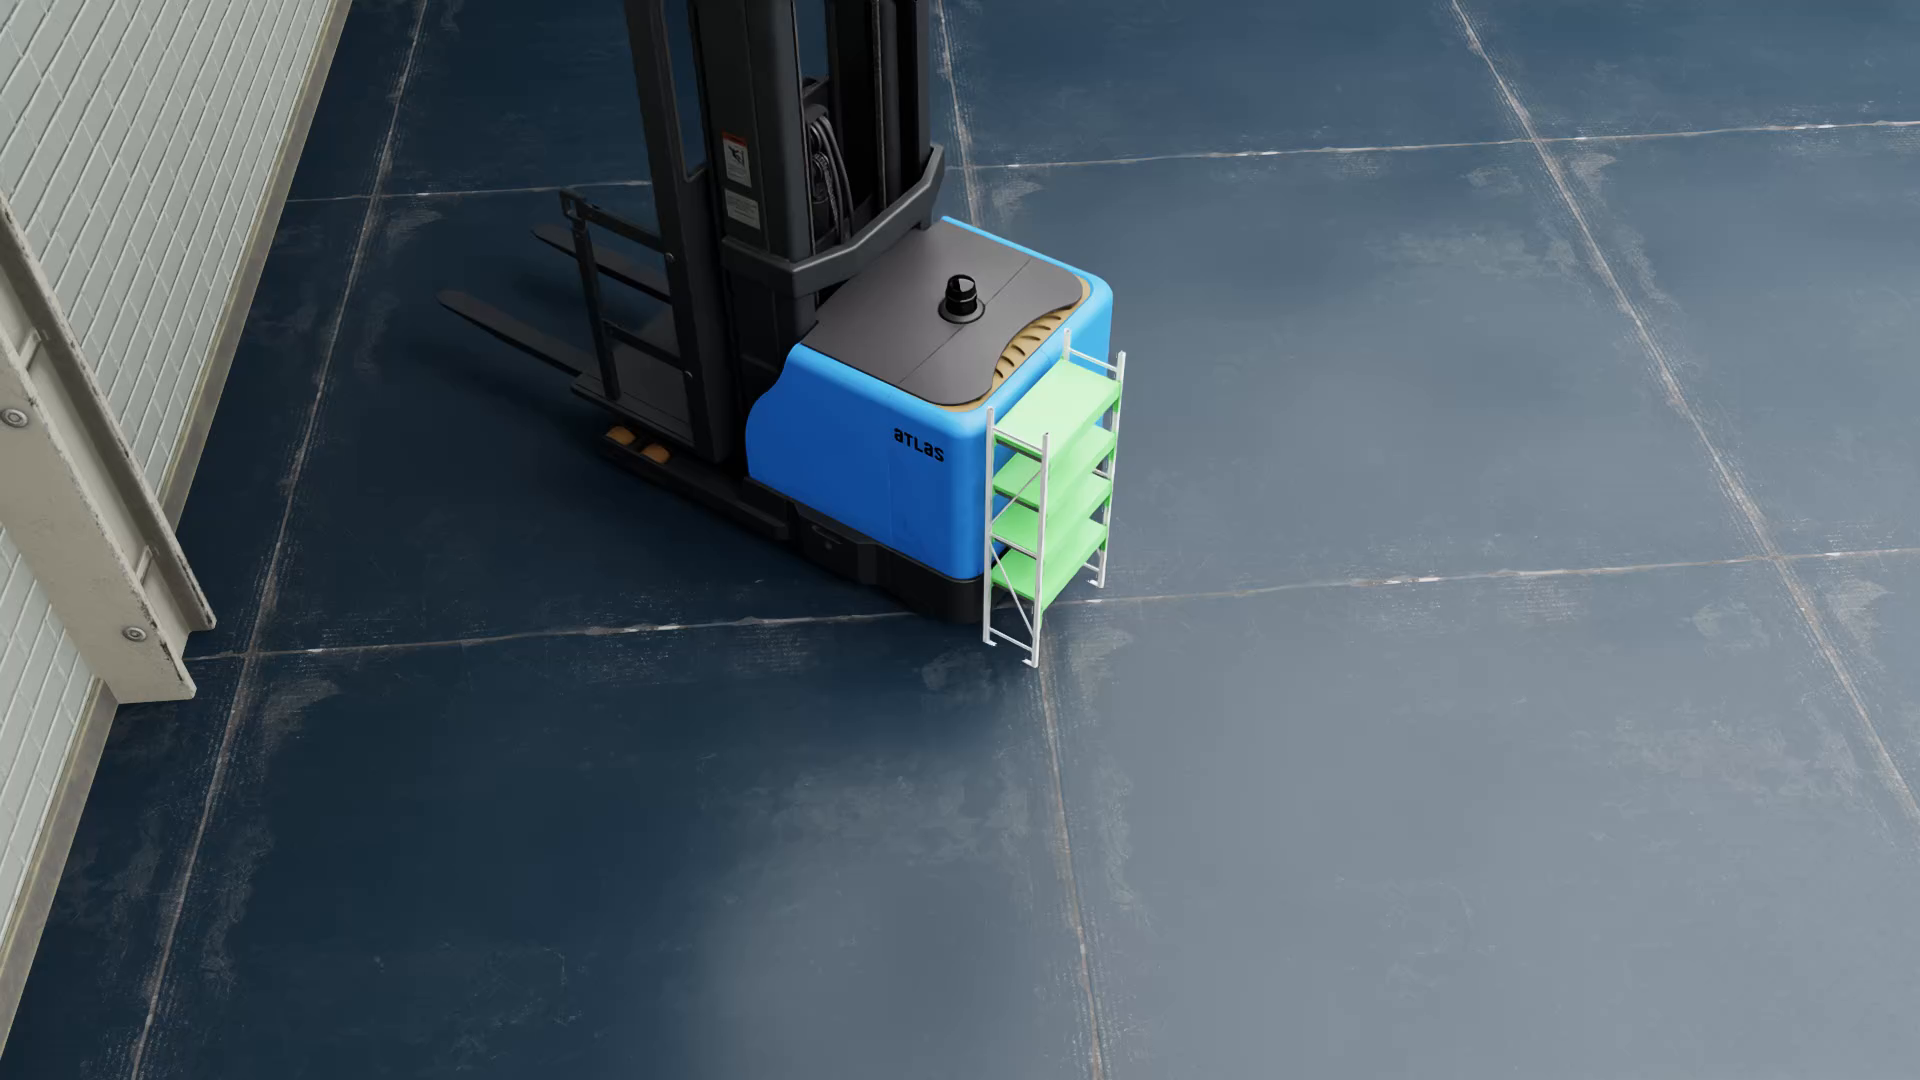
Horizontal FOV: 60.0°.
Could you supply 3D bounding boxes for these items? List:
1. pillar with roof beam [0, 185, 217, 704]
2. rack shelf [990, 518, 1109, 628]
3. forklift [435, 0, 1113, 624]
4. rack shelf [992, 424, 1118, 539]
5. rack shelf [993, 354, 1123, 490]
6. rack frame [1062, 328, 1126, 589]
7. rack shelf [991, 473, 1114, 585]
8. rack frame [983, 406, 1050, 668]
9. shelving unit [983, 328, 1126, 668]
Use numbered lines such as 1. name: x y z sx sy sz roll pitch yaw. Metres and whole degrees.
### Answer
1. pillar with roof beam: 1.265 -2.900 3.298 9.100 9.000 0.400 -3 47 -3
2. rack shelf: 0.328 0.083 6.264 0.258 0.148 0.480 26 52 23
3. forklift: -0.921 -1.536 6.186 3.031 2.935 1.130 26 52 23
4. rack shelf: 0.328 -0.247 5.915 0.258 0.148 0.480 26 52 23
5. rack shelf: 0.328 -0.412 5.741 0.258 0.148 0.480 26 52 23
6. rack frame: 0.464 -0.273 6.182 0.240 1.200 0.015 26 52 23
7. rack shelf: 0.328 -0.082 6.089 0.258 0.148 0.480 26 52 23
8. rack frame: 0.191 0.021 5.904 0.240 1.200 0.015 26 52 23
9. shelving unit: 0.328 -0.126 6.043 0.258 1.200 0.503 26 52 23
